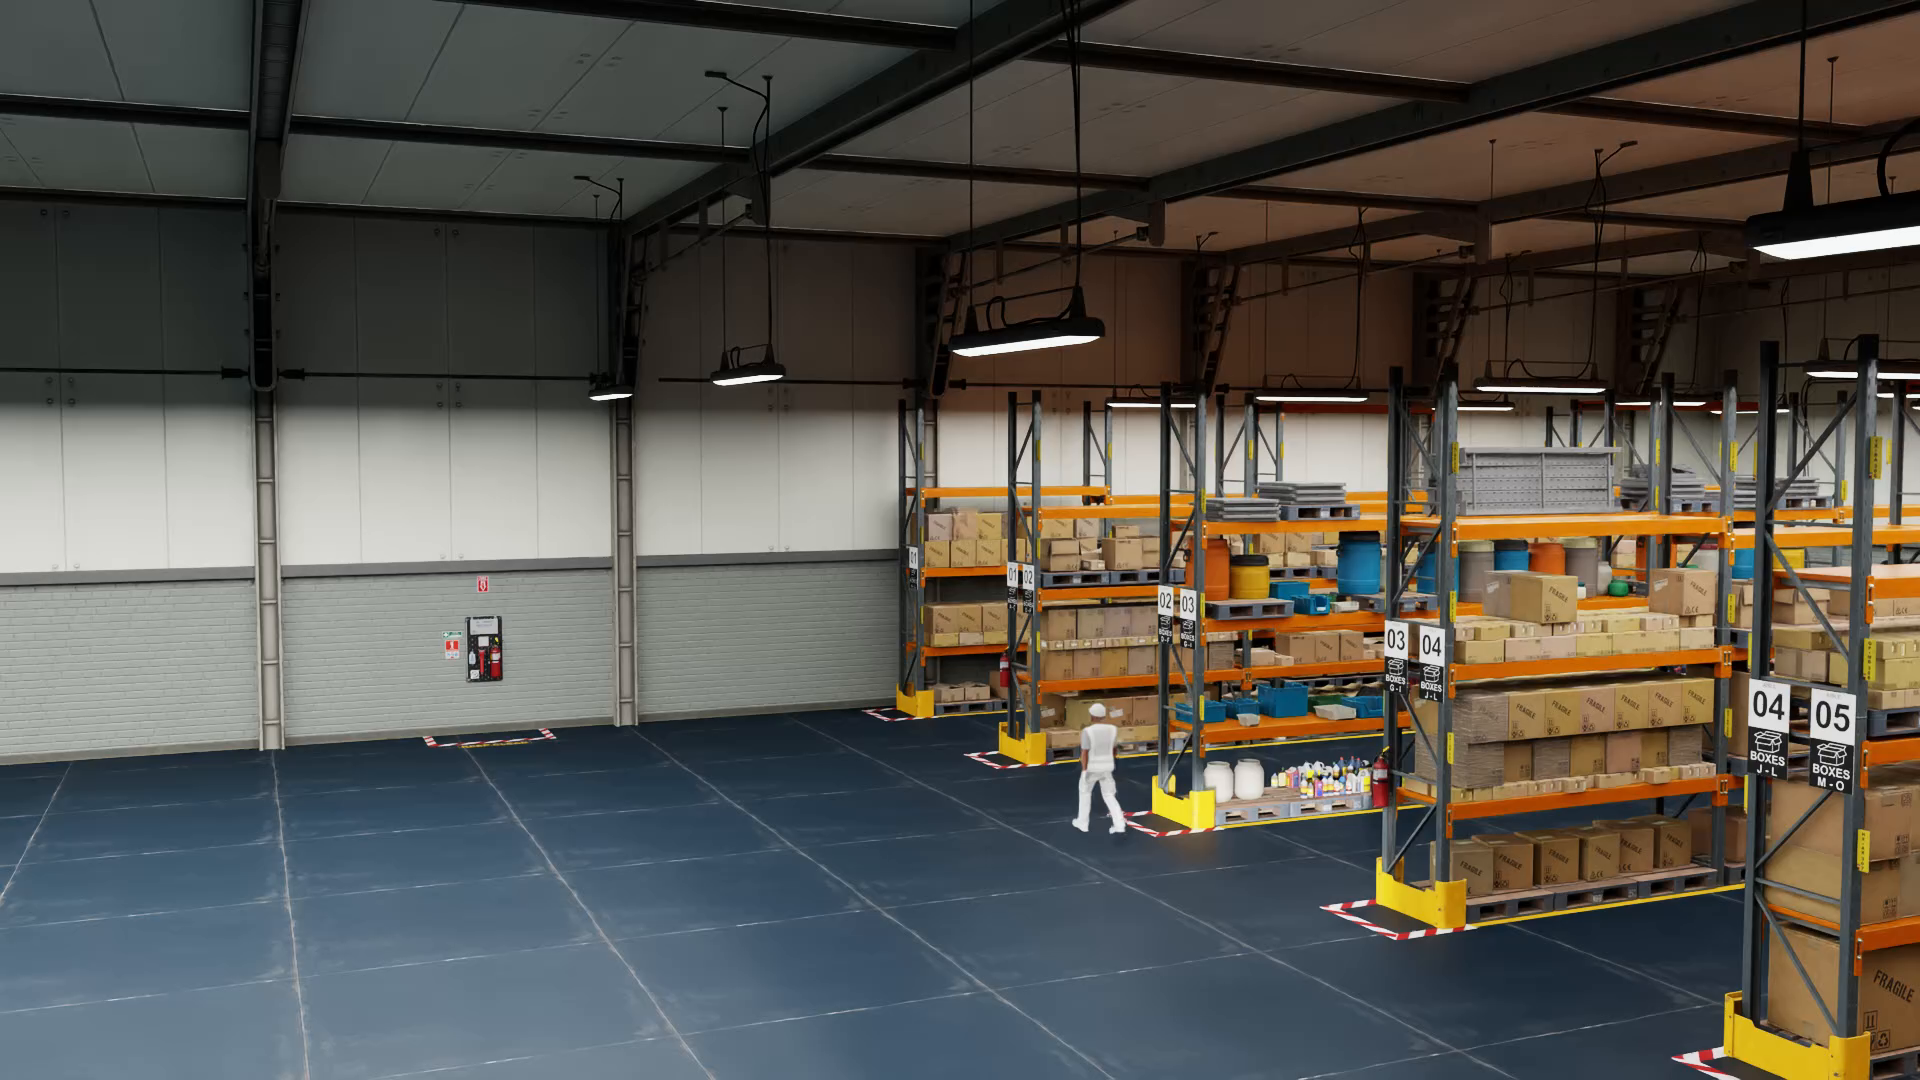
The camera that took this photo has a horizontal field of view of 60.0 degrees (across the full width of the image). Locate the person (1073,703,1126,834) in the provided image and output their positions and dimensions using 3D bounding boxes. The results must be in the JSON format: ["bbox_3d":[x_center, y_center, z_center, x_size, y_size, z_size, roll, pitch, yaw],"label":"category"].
[{"bbox_3d":[1.820,3.011,21.831,0.551,1.745,1.065,-1,4,-22],"label":"person"}]
